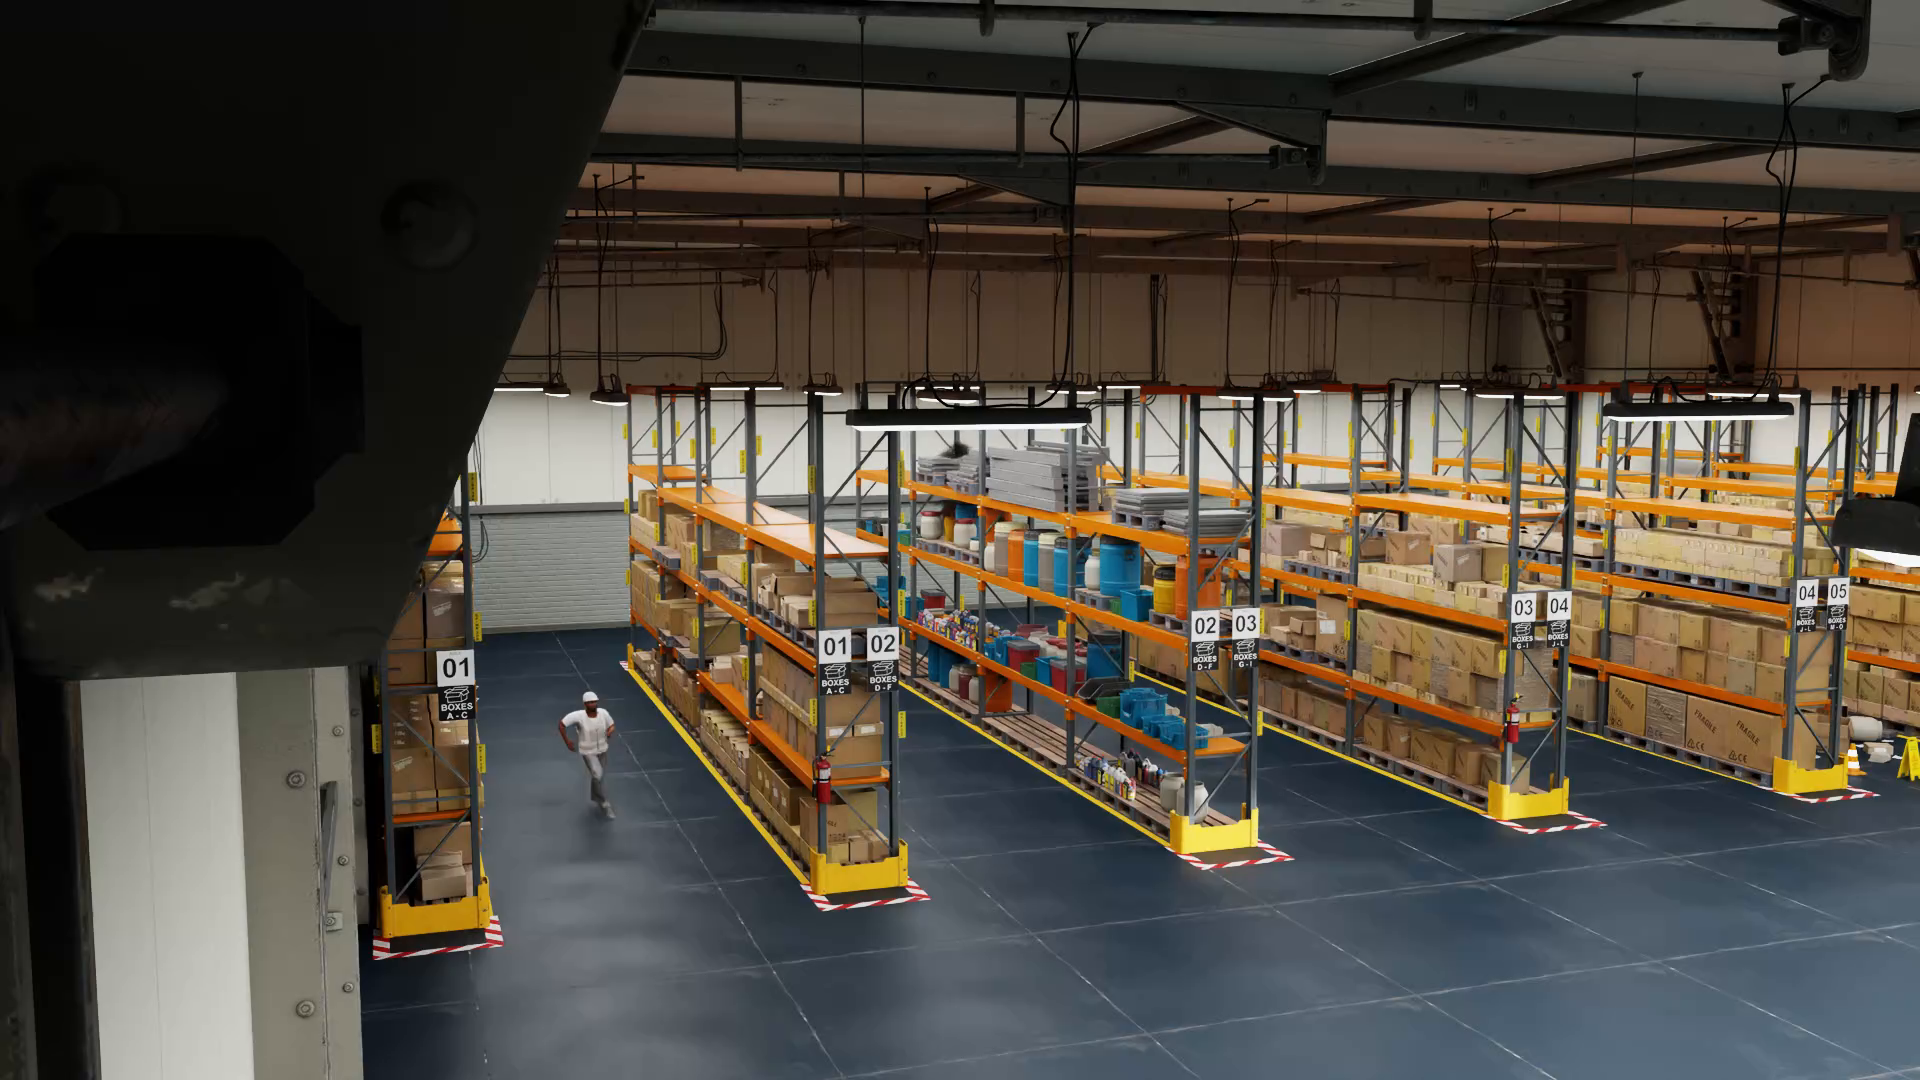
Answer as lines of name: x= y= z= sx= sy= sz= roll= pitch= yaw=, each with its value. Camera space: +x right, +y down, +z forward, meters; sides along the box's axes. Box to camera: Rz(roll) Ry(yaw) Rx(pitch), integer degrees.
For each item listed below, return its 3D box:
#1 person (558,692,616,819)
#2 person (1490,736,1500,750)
person: x=-5.223 y=3.030 z=23.543 sx=0.772 sy=1.810 sz=0.787 roll=-5 pitch=8 yaw=-41
person: x=8.885 y=2.752 z=26.992 sx=0.562 sy=1.631 sz=0.688 roll=-3 pitch=7 yaw=-29
